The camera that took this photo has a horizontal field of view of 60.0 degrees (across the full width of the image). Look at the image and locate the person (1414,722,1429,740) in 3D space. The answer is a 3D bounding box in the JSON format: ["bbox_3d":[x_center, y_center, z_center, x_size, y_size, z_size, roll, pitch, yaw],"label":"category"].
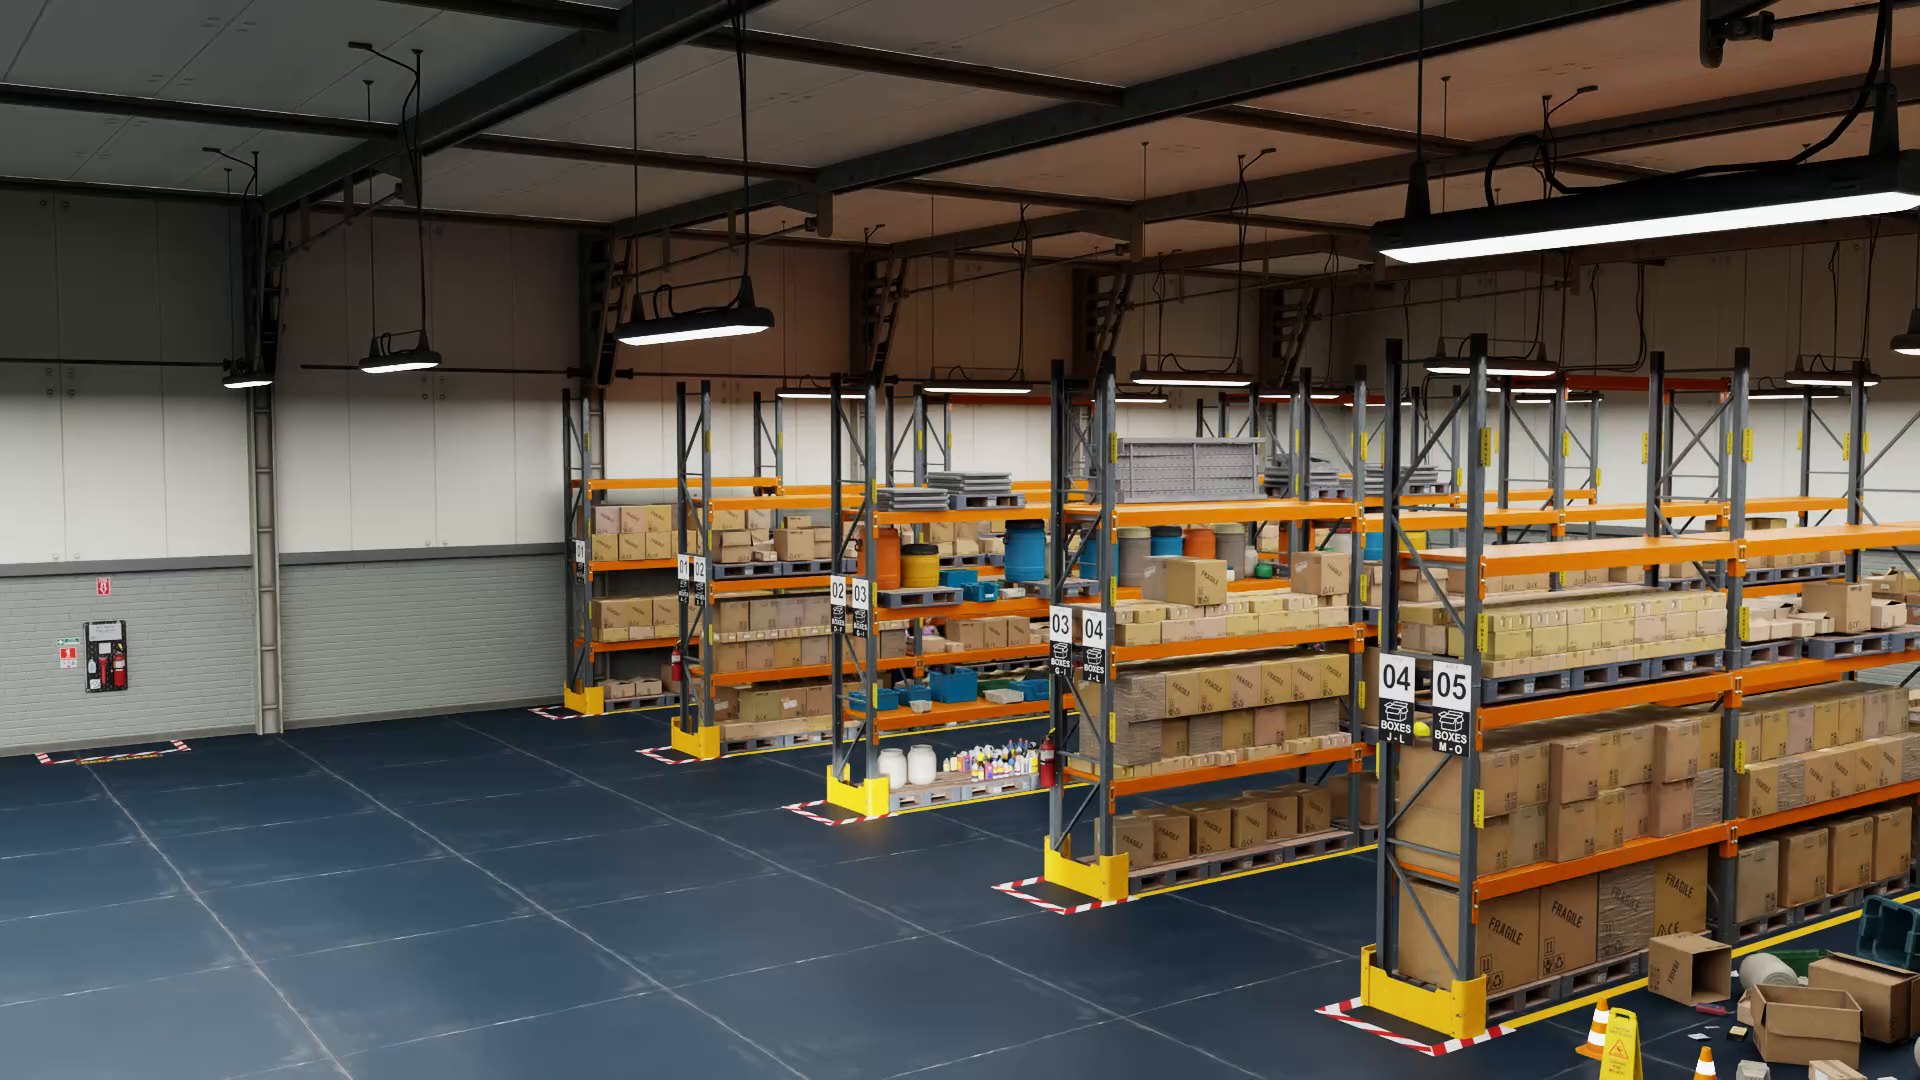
[{"bbox_3d":[5.361,3.020,19.594,0.455,1.770,0.578,1,4,21],"label":"person"}]

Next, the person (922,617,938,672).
[{"bbox_3d":[-0.648,2.260,33.359,0.501,1.526,0.909,3,5,38],"label":"person"}]

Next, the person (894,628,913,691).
[{"bbox_3d":[-1.161,2.271,32.380,0.425,1.629,0.552,3,5,42],"label":"person"}]
